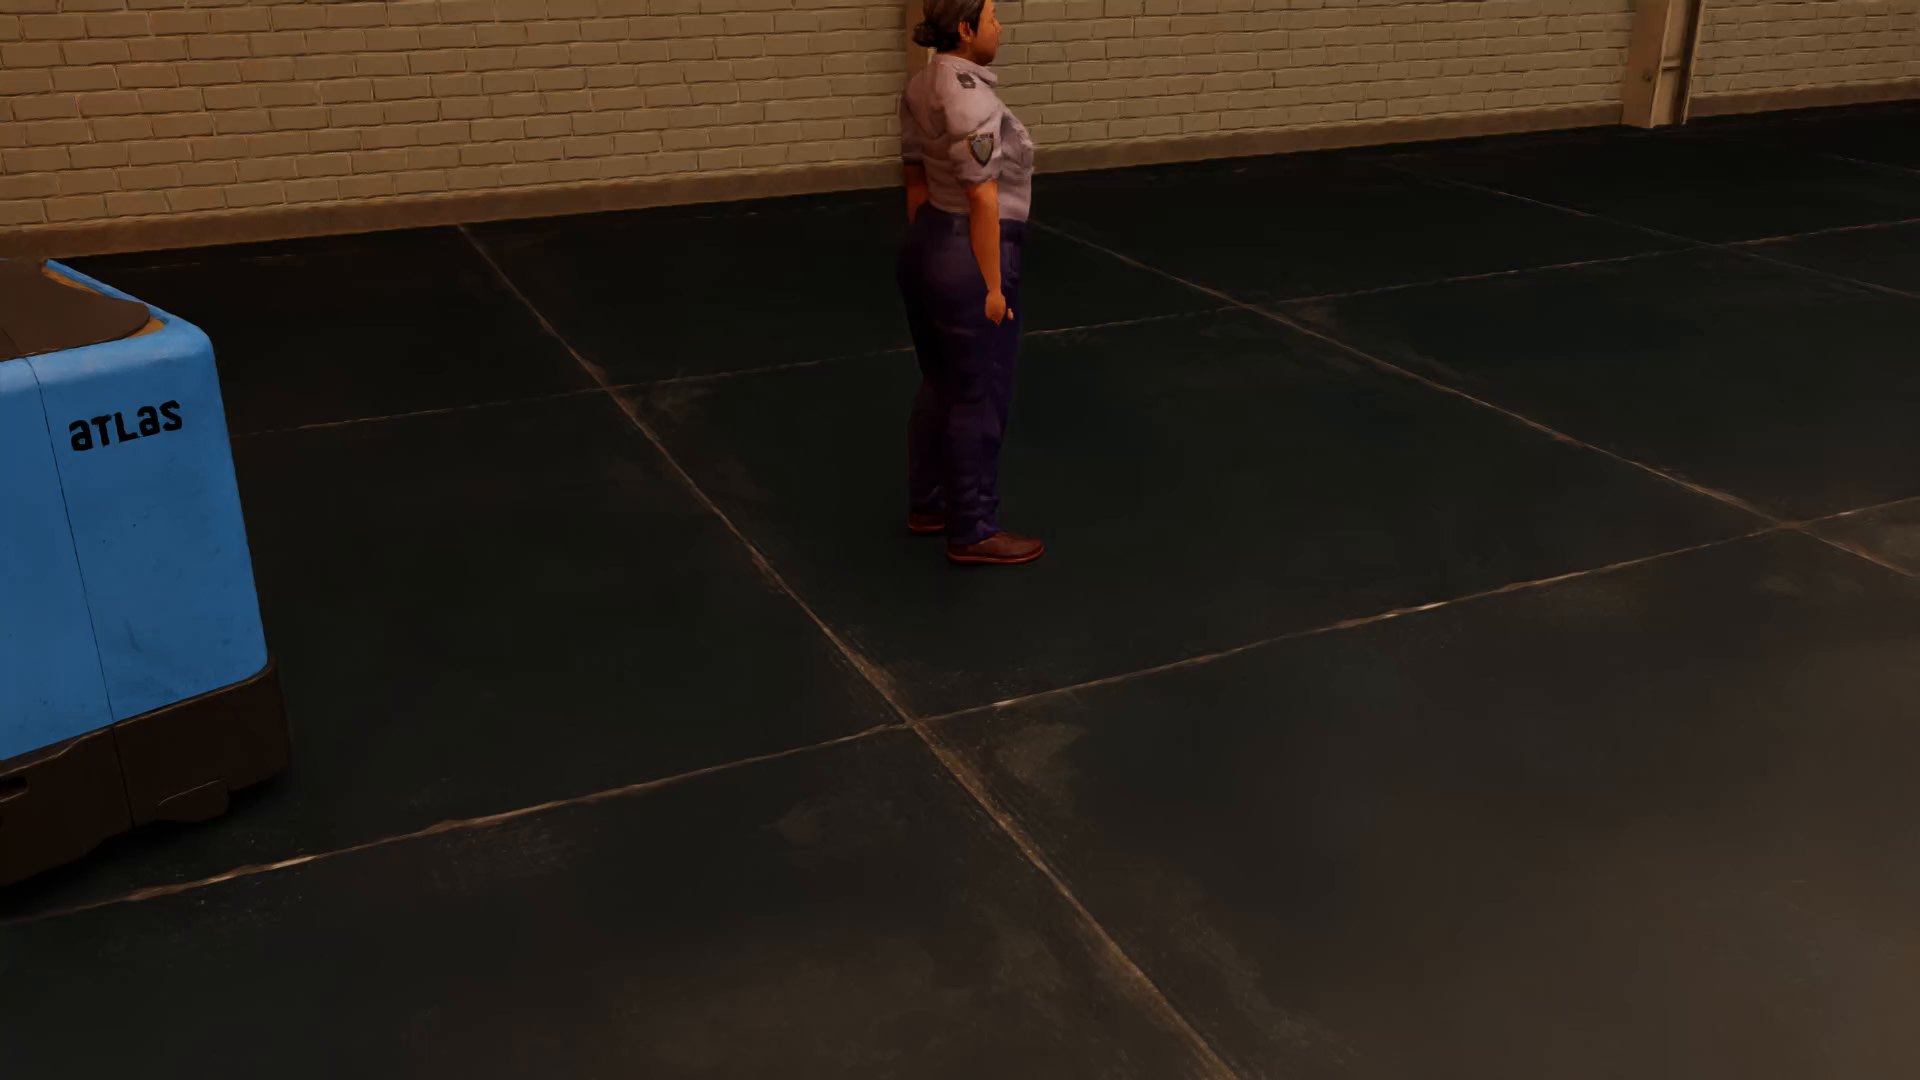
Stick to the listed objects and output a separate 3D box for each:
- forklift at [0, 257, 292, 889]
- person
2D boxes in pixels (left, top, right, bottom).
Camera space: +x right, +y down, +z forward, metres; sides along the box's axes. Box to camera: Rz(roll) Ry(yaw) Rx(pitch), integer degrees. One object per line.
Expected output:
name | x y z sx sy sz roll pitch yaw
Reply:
forklift | -2.896 -0.518 2.533 1.130 2.935 3.031 21 30 41
person | 0.017 -0.759 4.791 0.349 1.653 0.480 -10 25 -23
